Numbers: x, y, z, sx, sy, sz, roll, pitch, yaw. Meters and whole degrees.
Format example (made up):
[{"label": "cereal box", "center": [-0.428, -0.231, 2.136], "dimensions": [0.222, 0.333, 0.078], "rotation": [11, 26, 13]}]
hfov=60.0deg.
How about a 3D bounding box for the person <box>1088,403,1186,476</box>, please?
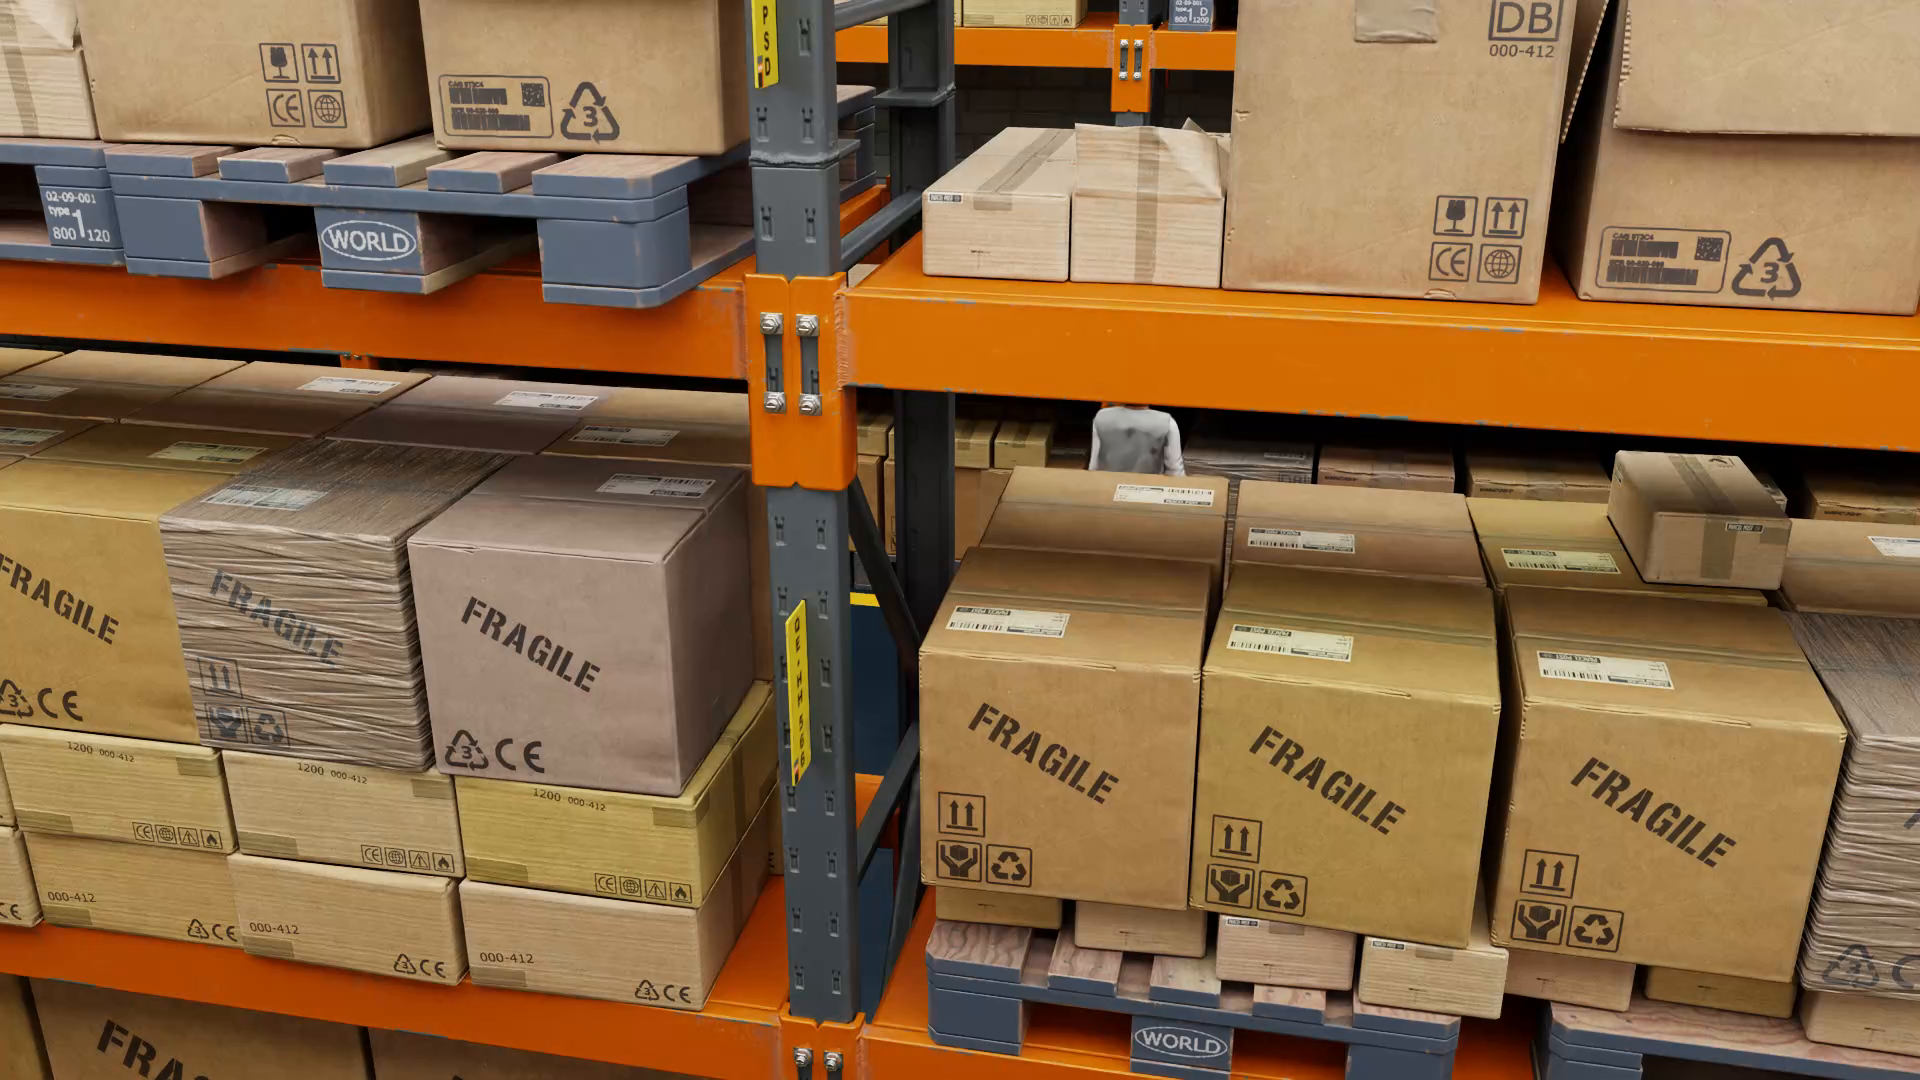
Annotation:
[{"label": "person", "center": [0.751, -0.017, 7.107], "dimensions": [0.487, 1.593, 0.462], "rotation": [7, 23, 17]}]
